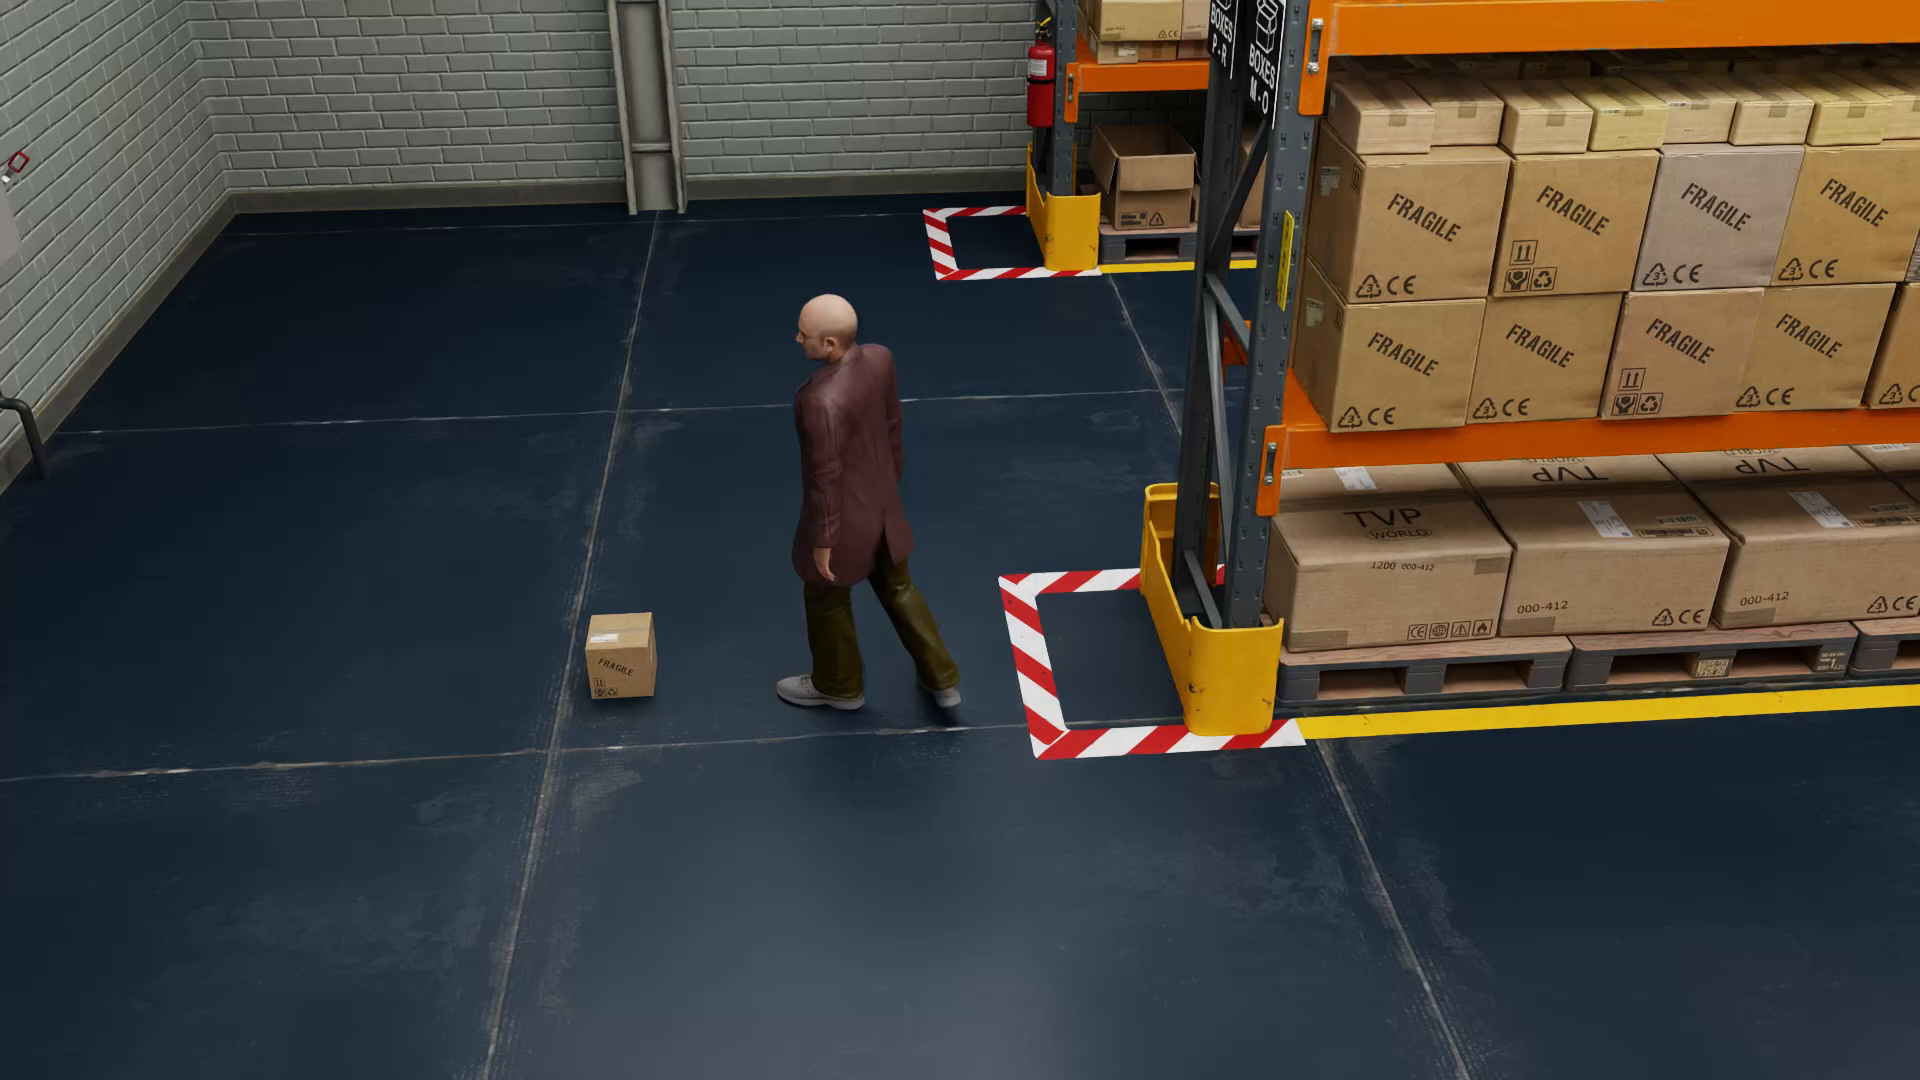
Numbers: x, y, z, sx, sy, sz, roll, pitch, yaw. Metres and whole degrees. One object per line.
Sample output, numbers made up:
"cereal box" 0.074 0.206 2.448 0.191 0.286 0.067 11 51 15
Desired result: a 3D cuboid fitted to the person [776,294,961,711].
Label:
"person" -0.354 -0.099 6.303 0.761 1.776 0.613 17 35 26
